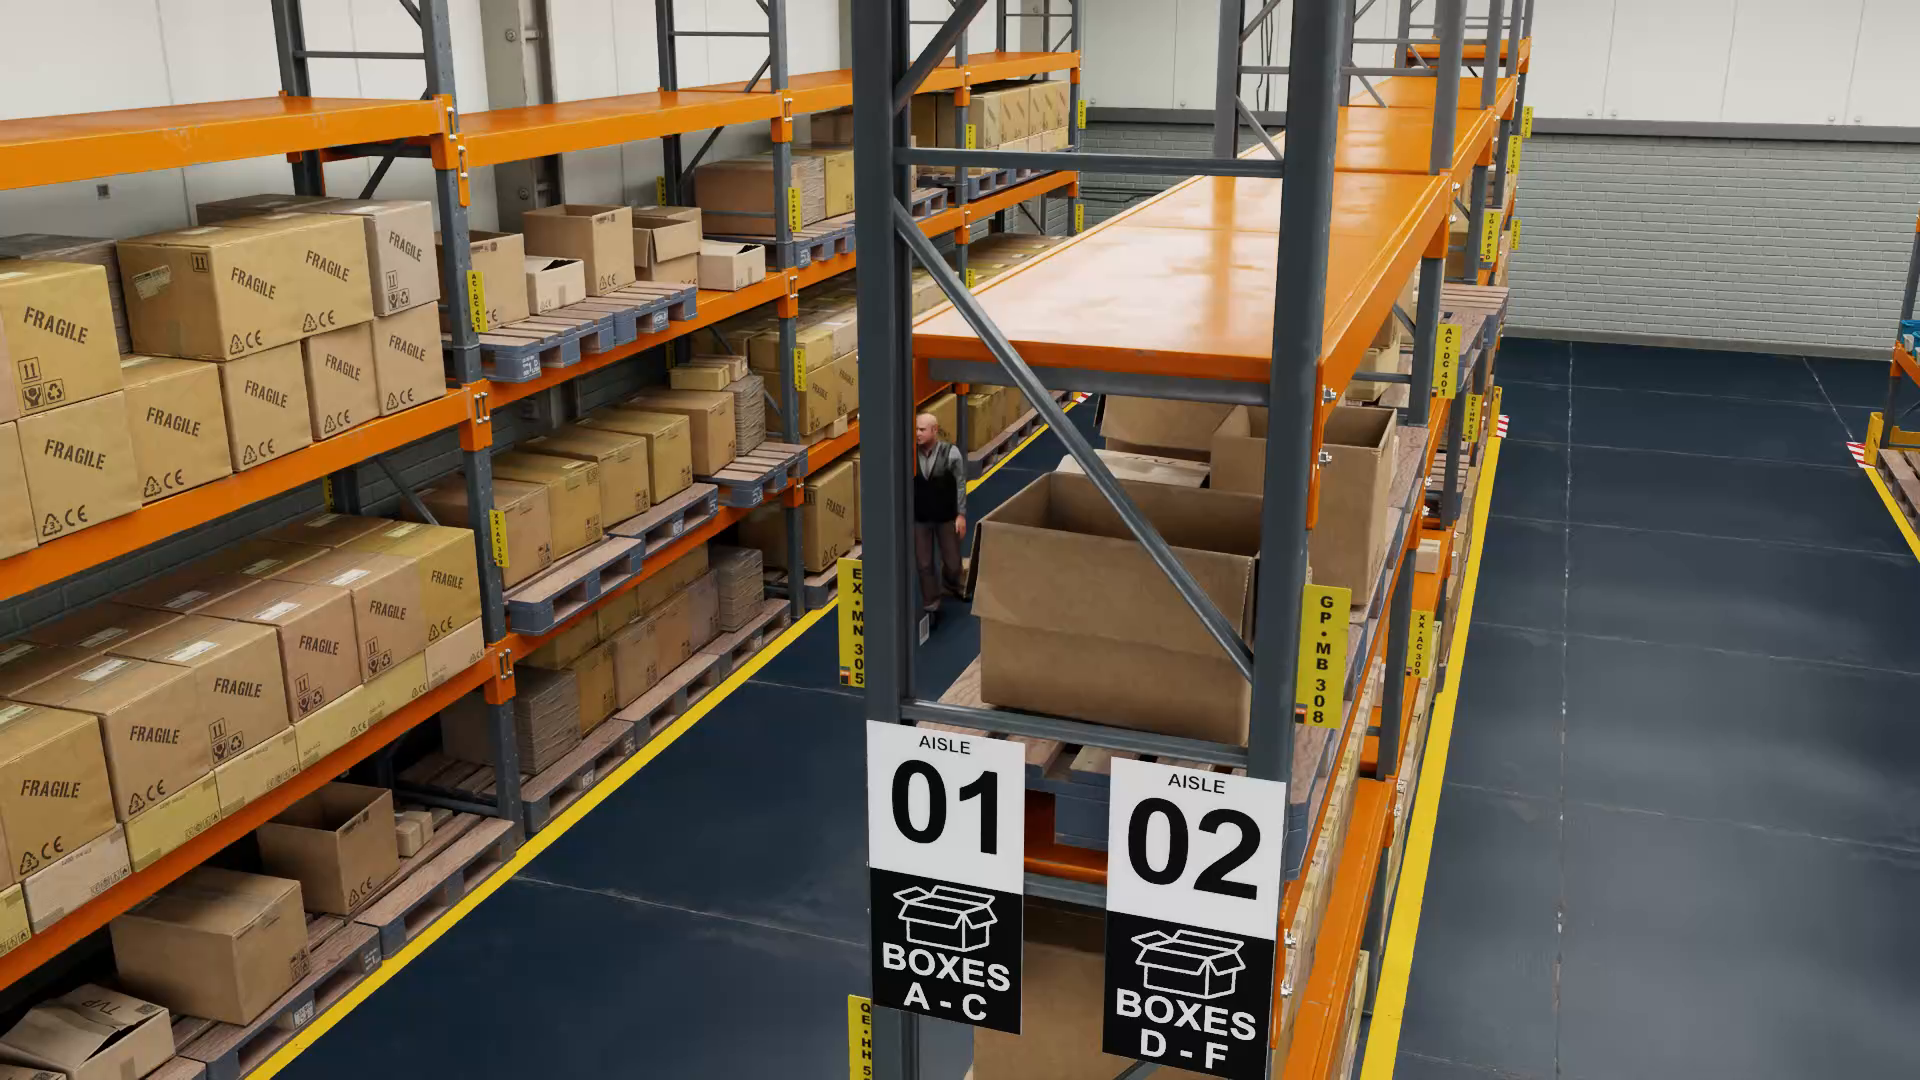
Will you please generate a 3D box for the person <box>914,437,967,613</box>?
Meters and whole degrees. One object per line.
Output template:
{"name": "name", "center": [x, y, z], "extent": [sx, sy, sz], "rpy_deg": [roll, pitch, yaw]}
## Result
{"name": "person", "center": [-0.202, -0.122, 13.133], "extent": [0.541, 1.474, 0.545], "rpy_deg": [3, 19, 8]}
